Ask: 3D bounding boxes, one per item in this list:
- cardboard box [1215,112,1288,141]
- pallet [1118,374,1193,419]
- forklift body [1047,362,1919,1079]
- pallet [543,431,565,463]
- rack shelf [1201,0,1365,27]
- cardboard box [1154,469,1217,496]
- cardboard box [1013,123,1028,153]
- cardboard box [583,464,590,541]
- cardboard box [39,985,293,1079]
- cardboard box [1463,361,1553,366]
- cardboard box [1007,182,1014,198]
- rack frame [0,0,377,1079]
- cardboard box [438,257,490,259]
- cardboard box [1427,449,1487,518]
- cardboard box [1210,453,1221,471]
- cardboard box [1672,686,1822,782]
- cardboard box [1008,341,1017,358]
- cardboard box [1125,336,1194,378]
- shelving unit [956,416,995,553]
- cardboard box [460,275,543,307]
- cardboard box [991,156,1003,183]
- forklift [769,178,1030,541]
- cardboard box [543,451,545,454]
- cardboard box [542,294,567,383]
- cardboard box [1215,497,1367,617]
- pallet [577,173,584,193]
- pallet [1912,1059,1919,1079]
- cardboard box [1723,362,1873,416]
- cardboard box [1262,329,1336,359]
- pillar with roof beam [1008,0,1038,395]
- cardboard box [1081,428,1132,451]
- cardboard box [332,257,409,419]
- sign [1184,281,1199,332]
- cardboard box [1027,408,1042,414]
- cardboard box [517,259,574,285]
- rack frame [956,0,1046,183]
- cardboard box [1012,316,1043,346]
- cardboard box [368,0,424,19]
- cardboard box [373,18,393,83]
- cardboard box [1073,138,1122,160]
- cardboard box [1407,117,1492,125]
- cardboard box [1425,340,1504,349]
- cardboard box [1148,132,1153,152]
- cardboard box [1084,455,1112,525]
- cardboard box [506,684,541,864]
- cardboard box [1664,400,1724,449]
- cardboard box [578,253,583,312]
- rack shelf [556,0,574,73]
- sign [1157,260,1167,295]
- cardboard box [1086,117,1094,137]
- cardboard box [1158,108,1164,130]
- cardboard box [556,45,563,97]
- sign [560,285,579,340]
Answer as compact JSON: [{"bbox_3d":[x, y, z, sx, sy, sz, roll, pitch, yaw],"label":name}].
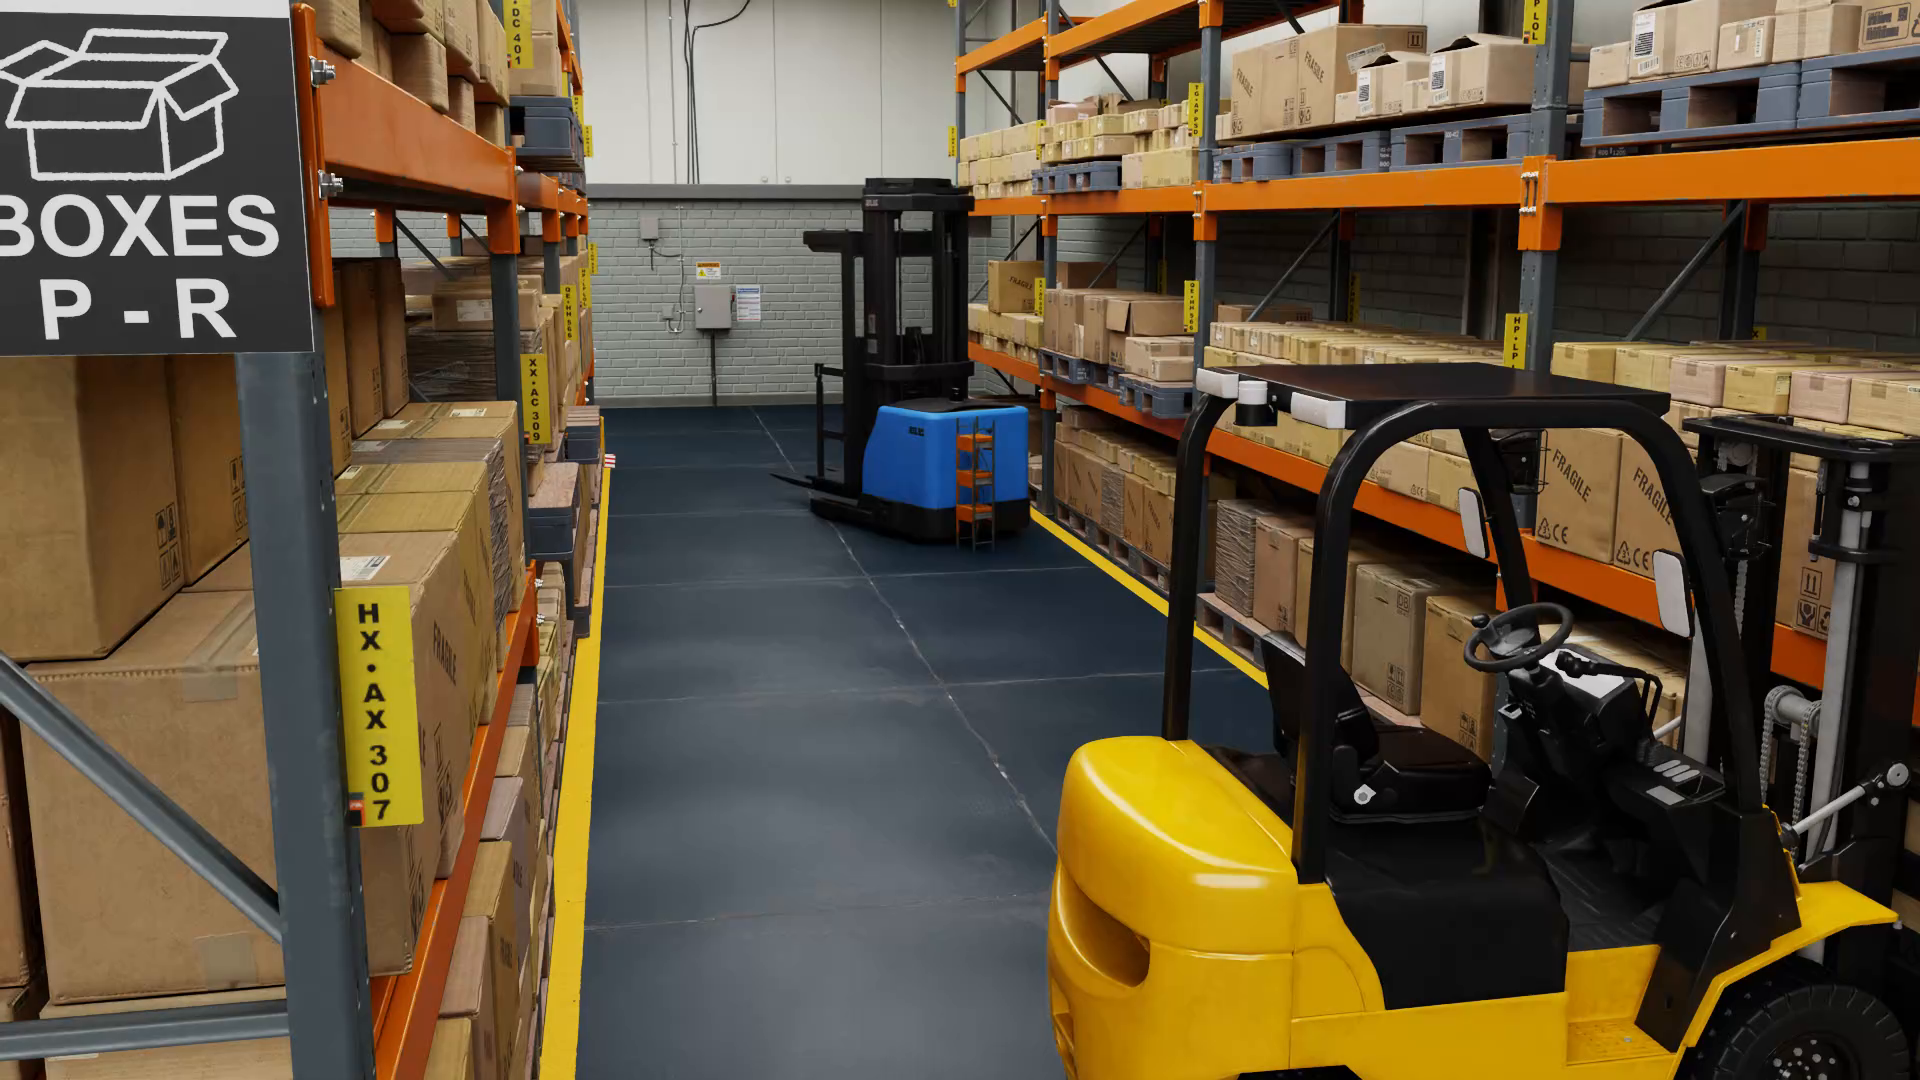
[{"bbox_3d":[1.781,-2.521,10.130,0.380,0.166,0.250,-2,11,-11],"label":"cardboard box"},{"bbox_3d":[1.810,-1.009,11.489,1.213,0.211,1.003,-2,11,-11],"label":"pallet"},{"bbox_3d":[1.408,0.621,4.681,2.313,2.155,1.214,-2,11,-11],"label":"forklift body"},{"bbox_3d":[-2.432,-0.345,7.998,1.003,0.211,1.213,-2,11,-11],"label":"pallet"},{"bbox_3d":[2.400,-3.012,8.448,1.077,0.370,4.000,-2,11,-11],"label":"rack shelf"},{"bbox_3d":[1.583,-0.409,11.650,0.380,0.149,0.250,-3,11,-14],"label":"cardboard box"},{"bbox_3d":[0.791,-3.683,15.273,0.500,0.250,0.500,-2,11,-12],"label":"cardboard box"},{"bbox_3d":[-3.253,-0.420,12.442,0.875,0.875,0.875,-2,11,-9],"label":"cardboard box"},{"bbox_3d":[-1.164,0.720,2.561,0.380,0.149,0.250,-2,11,-11],"label":"cardboard box"},{"bbox_3d":[2.437,-0.717,7.439,0.380,0.149,0.250,-2,11,-12],"label":"cardboard box"},{"bbox_3d":[0.663,-3.357,15.958,0.380,0.149,0.250,-2,11,-10],"label":"cardboard box"},{"bbox_3d":[-1.298,0.667,2.172,0.949,2.616,0.053,-2,11,-11],"label":"rack frame"},{"bbox_3d":[-3.832,-1.983,13.152,0.500,0.500,0.500,-2,11,-10],"label":"cardboard box"},{"bbox_3d":[2.434,-0.257,7.427,0.500,0.250,0.500,-2,11,-10],"label":"cardboard box"},{"bbox_3d":[2.003,-0.577,12.535,0.380,0.149,0.250,-2,11,-12],"label":"cardboard box"},{"bbox_3d":[2.773,0.690,5.604,0.500,0.250,0.500,-2,11,-9],"label":"cardboard box"},{"bbox_3d":[0.675,-1.830,15.960,0.380,0.149,0.250,-2,11,-12],"label":"cardboard box"},{"bbox_3d":[1.488,-1.296,11.761,0.500,0.250,0.500,-3,11,-14],"label":"cardboard box"},{"bbox_3d":[0.123,-0.444,13.222,0.215,1.050,0.252,-7,13,-32],"label":"shelving unit"},{"bbox_3d":[-2.262,-1.231,8.220,0.380,0.149,0.250,-3,11,-14],"label":"cardboard box"},{"bbox_3d":[0.603,-3.623,16.291,0.500,0.250,0.500,-2,11,-12],"label":"cardboard box"},{"bbox_3d":[-0.675,-1.662,14.590,1.130,2.935,3.031,-8,13,-35],"label":"forklift"},{"bbox_3d":[-2.102,-0.452,7.598,0.380,0.149,0.250,-2,11,-11],"label":"cardboard box"},{"bbox_3d":[-2.496,-1.129,9.418,0.500,0.500,0.500,-2,11,-13],"label":"cardboard box"},{"bbox_3d":[2.119,0.093,10.411,0.875,0.625,0.625,-2,11,-9],"label":"cardboard box"},{"bbox_3d":[-4.018,-3.338,15.426,1.003,0.211,1.213,-2,11,-11],"label":"pallet"},{"bbox_3d":[3.143,1.493,5.286,1.003,0.211,1.213,-2,11,-11],"label":"pallet"},{"bbox_3d":[2.784,-0.504,5.524,0.380,0.149,0.250,-2,11,-12],"label":"cardboard box"},{"bbox_3d":[1.975,-1.138,9.649,0.380,0.149,0.250,-2,11,-10],"label":"cardboard box"},{"bbox_3d":[-3.408,-5.767,19.927,9.100,9.000,0.400,-2,11,-11],"label":"pillar with roof beam"},{"bbox_3d":[1.232,-0.842,13.926,0.380,0.149,0.250,-3,11,-14],"label":"cardboard box"},{"bbox_3d":[-2.206,-0.665,5.429,0.700,0.500,0.500,-2,11,-12],"label":"cardboard box"},{"bbox_3d":[1.480,-1.490,10.618,0.100,0.325,0.005,-2,11,-11],"label":"sign"},{"bbox_3d":[0.614,-1.053,16.768,0.500,0.500,0.500,-2,11,-10],"label":"cardboard box"},{"bbox_3d":[-3.115,-1.813,12.259,0.500,0.500,0.500,-2,11,-9],"label":"cardboard box"},{"bbox_3d":[0.455,-5.396,17.980,1.000,3.000,0.127,-2,11,-11],"label":"rack frame"},{"bbox_3d":[0.783,-1.964,15.596,0.500,0.250,0.500,-2,11,-11],"label":"cardboard box"},{"bbox_3d":[-1.226,-1.074,2.899,0.500,0.250,0.500,-2,11,-12],"label":"cardboard box"},{"bbox_3d":[-1.332,-0.944,3.282,0.380,0.149,0.250,-2,11,-13],"label":"cardboard box"},{"bbox_3d":[1.102,-3.064,13.033,0.380,0.149,0.250,-2,11,-12],"label":"cardboard box"},{"bbox_3d":[2.500,-2.208,8.487,0.380,0.166,0.250,-2,11,-11],"label":"cardboard box"},{"bbox_3d":[2.680,-0.969,8.765,0.380,0.149,0.250,-2,11,-11],"label":"cardboard box"},{"bbox_3d":[1.558,-2.823,11.816,0.380,0.149,0.250,-2,11,-11],"label":"cardboard box"},{"bbox_3d":[1.312,-0.408,13.378,0.500,0.500,0.500,-2,11,-13],"label":"cardboard box"},{"bbox_3d":[-1.701,0.808,5.654,0.500,0.500,0.500,-2,11,-12],"label":"cardboard box"},{"bbox_3d":[2.698,-0.406,5.803,0.380,0.149,0.250,-2,11,-10],"label":"cardboard box"},{"bbox_3d":[-3.582,-2.263,14.624,0.500,0.500,0.500,-2,11,-12],"label":"cardboard box"},{"bbox_3d":[-3.246,-3.565,11.351,1.077,0.370,4.000,-2,11,-11],"label":"rack shelf"},{"bbox_3d":[1.777,-2.305,14.687,0.100,0.325,0.005,-2,11,-11],"label":"sign"},{"bbox_3d":[1.179,-3.162,12.753,0.380,0.149,0.250,-2,11,-11],"label":"cardboard box"},{"bbox_3d":[1.597,-2.923,11.548,0.380,0.149,0.250,-2,11,-12],"label":"cardboard box"},{"bbox_3d":[-1.899,-1.888,6.848,0.500,0.250,0.500,-2,11,-12],"label":"cardboard box"},{"bbox_3d":[-2.327,-1.352,9.892,0.100,0.325,0.005,-2,11,-11],"label":"sign"}]
